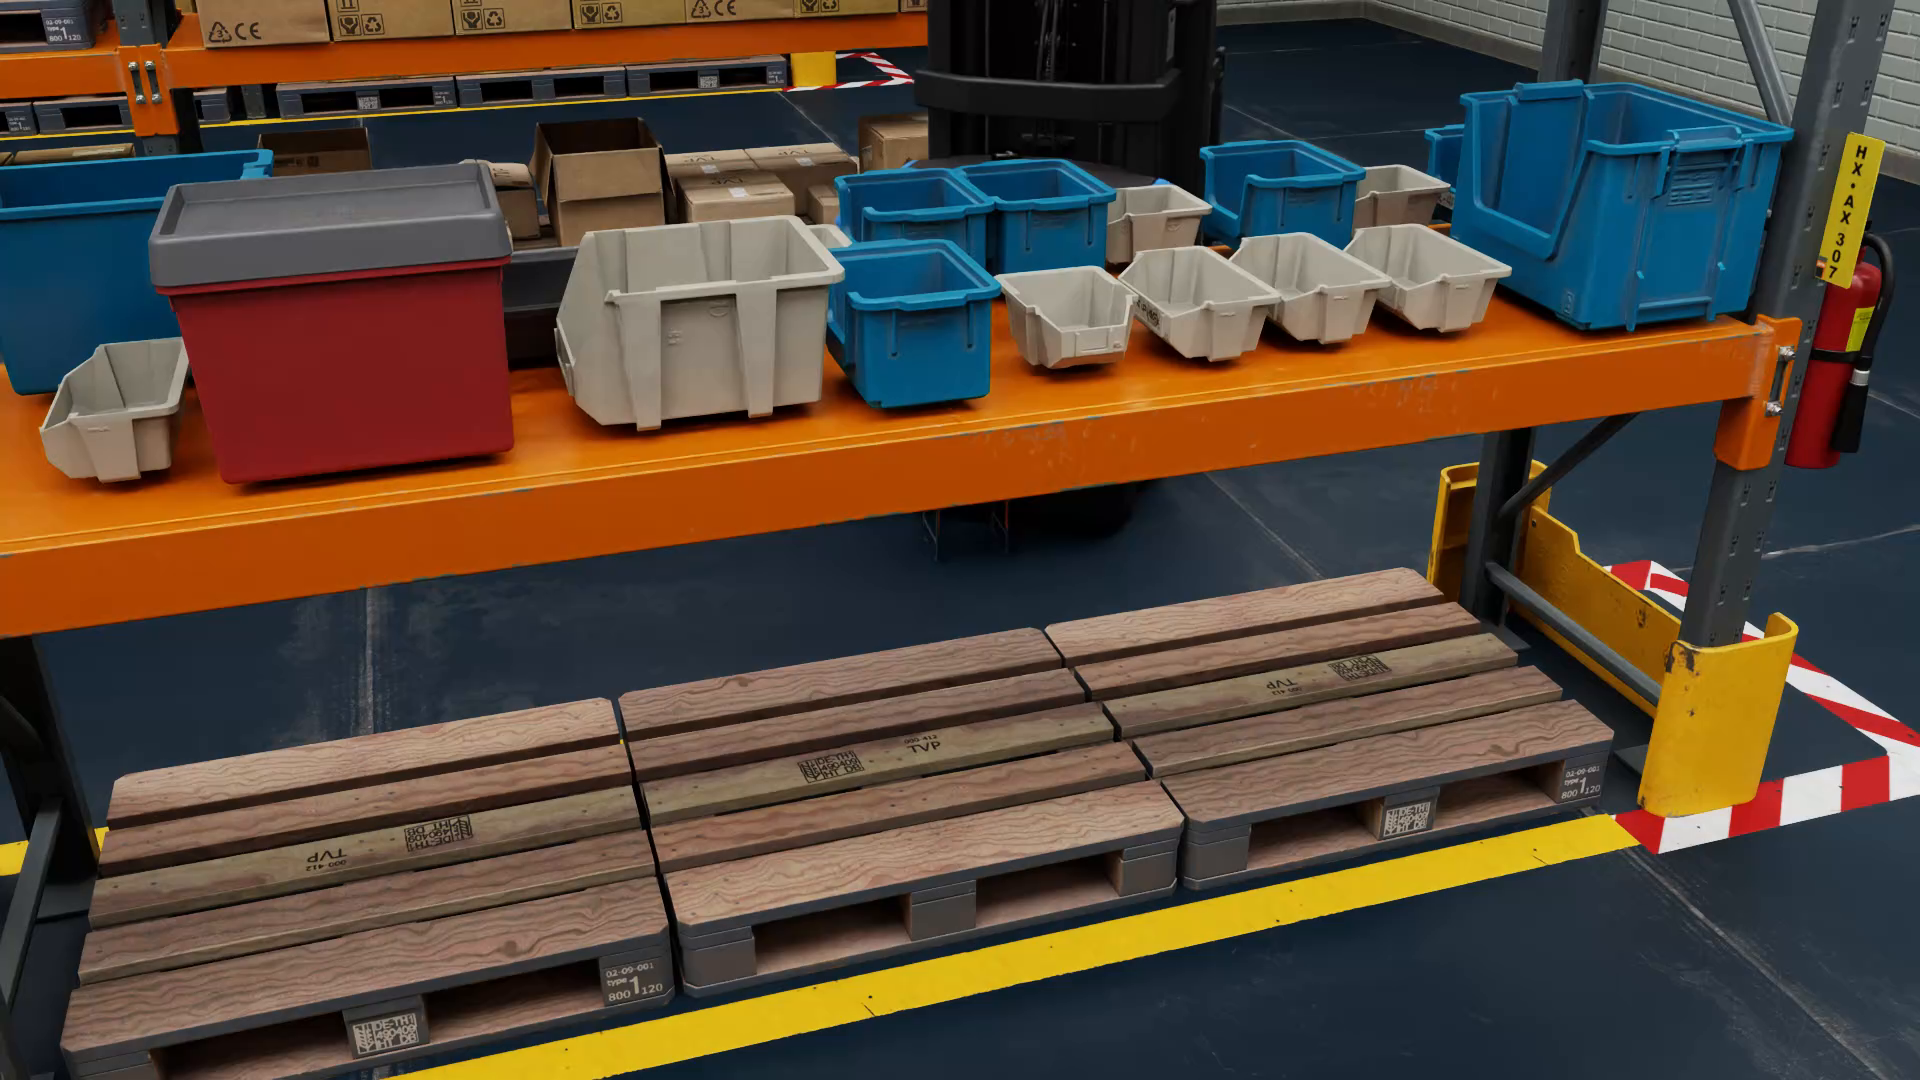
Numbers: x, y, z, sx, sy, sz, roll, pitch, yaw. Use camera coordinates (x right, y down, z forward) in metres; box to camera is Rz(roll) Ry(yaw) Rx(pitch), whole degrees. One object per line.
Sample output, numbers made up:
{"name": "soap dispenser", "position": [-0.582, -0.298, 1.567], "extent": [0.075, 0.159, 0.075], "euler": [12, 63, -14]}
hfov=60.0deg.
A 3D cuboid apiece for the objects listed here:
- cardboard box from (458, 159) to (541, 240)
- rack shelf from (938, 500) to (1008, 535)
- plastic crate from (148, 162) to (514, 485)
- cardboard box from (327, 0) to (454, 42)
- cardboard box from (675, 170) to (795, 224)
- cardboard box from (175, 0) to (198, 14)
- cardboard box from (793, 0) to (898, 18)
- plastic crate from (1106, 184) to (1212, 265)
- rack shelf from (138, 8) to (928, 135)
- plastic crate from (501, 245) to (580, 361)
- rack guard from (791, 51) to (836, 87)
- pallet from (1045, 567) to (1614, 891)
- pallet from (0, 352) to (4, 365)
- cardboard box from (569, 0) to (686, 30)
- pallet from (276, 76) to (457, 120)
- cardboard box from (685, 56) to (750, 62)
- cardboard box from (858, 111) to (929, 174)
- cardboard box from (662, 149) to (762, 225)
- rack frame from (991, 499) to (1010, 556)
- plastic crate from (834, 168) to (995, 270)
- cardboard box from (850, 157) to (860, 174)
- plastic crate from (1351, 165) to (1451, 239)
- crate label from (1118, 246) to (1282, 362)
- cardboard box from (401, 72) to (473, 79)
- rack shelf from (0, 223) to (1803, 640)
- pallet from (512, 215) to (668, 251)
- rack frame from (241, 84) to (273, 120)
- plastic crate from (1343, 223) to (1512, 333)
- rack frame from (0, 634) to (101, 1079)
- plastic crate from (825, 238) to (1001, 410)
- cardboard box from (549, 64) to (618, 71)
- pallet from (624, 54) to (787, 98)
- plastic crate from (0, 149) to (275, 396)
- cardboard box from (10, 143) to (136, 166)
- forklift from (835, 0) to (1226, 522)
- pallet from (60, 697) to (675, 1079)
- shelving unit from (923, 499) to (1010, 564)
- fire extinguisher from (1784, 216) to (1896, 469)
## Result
{"name": "cardboard box", "position": [-2.403, -1.717, 8.364], "extent": [0.500, 0.311, 0.500], "euler": [-8, 28, -16]}
{"name": "rack shelf", "position": [0.020, -0.188, 5.597], "extent": [0.240, 0.259, 0.215], "euler": [-6, 27, -13]}
{"name": "plastic crate", "position": [-1.113, -0.400, 3.044], "extent": [0.583, 0.464, 0.402], "euler": [-8, 28, -16]}
{"name": "cardboard box", "position": [-2.515, -2.494, 7.288], "extent": [0.500, 0.500, 0.500], "euler": [-8, 27, -15]}
{"name": "cardboard box", "position": [-1.120, -1.642, 8.281], "extent": [0.500, 0.250, 0.500], "euler": [-8, 28, -16]}
{"name": "cardboard box", "position": [-5.686, -3.597, 11.568], "extent": [0.750, 0.750, 0.750], "euler": [-8, 27, -15]}
{"name": "cardboard box", "position": [-0.601, -2.769, 7.841], "extent": [0.500, 0.500, 0.500], "euler": [-8, 28, -16]}
{"name": "plastic crate", "position": [0.451, -0.790, 4.197], "extent": [0.298, 0.136, 0.250], "euler": [-8, 28, -16]}
{"name": "rack shelf", "position": [-1.669, -2.376, 7.971], "extent": [4.000, 0.370, 1.077], "euler": [-8, 28, -16]}
{"name": "plastic crate", "position": [-1.059, -0.499, 3.624], "extent": [0.590, 0.125, 0.437], "euler": [-8, 28, -16]}
{"name": "rack guard", "position": [-1.282, -3.951, 13.146], "extent": [0.348, 0.500, 1.175], "euler": [-8, 28, -16]}
{"name": "pallet", "position": [0.967, 0.468, 4.571], "extent": [1.213, 0.211, 1.003], "euler": [-8, 28, -16]}
{"name": "pallet", "position": [-4.332, -1.046, 7.619], "extent": [1.213, 0.211, 1.003], "euler": [-8, 28, -16]}
{"name": "cardboard box", "position": [-1.556, -2.633, 7.568], "extent": [0.500, 0.500, 0.500], "euler": [-9, 28, -17]}
{"name": "pallet", "position": [-4.361, -3.339, 12.239], "extent": [1.213, 0.211, 1.003], "euler": [-8, 28, -16]}
{"name": "cardboard box", "position": [-1.939, -3.997, 12.767], "extent": [0.500, 0.500, 0.700], "euler": [-8, 28, -16]}
{"name": "cardboard box", "position": [-0.208, -1.872, 8.464], "extent": [0.500, 0.500, 0.500], "euler": [-8, 28, -16]}
{"name": "cardboard box", "position": [-1.323, -1.846, 8.693], "extent": [0.500, 0.250, 0.500], "euler": [-8, 28, -16]}
{"name": "rack frame", "position": [0.138, -0.460, 5.496], "extent": [0.008, 1.050, 0.200], "euler": [-6, 27, -13]}
{"name": "plastic crate", "position": [-0.111, -0.713, 3.934], "extent": [0.300, 0.233, 0.416], "euler": [-8, 28, -16]}
{"name": "cardboard box", "position": [-0.509, -1.955, 9.006], "extent": [0.250, 0.166, 0.380], "euler": [-8, 28, -16]}
{"name": "plastic crate", "position": [1.096, -0.883, 4.385], "extent": [0.298, 0.136, 0.250], "euler": [-8, 28, -16]}
{"name": "crate label", "position": [0.507, -0.516, 3.645], "extent": [0.243, 0.136, 0.396], "euler": [-8, 28, -16]}
{"name": "cardboard box", "position": [-3.886, -3.713, 12.194], "extent": [0.500, 0.500, 0.700], "euler": [-9, 28, -17]}
{"name": "rack shelf", "position": [-0.138, -0.281, 3.752], "extent": [4.000, 0.370, 1.077], "euler": [-8, 28, -16]}
{"name": "pallet", "position": [-1.755, -1.437, 8.408], "extent": [1.213, 0.211, 1.003], "euler": [-8, 28, -16]}
{"name": "rack frame", "position": [-5.108, -4.517, 11.474], "extent": [0.127, 3.000, 1.000], "euler": [-8, 28, -16]}
{"name": "plastic crate", "position": [1.044, -0.599, 3.811], "extent": [0.243, 0.136, 0.396], "euler": [-8, 28, -16]}
{"name": "rack frame", "position": [-2.040, -0.328, 3.037], "extent": [0.127, 3.000, 1.000], "euler": [-8, 28, -16]}
{"name": "plastic crate", "position": [-0.110, -0.439, 3.382], "extent": [0.300, 0.233, 0.416], "euler": [-8, 28, -16]}
{"name": "cardboard box", "position": [-2.893, -3.859, 12.488], "extent": [0.500, 0.500, 0.700], "euler": [-9, 28, -18]}
{"name": "pallet", "position": [-2.041, -3.675, 12.916], "extent": [1.213, 0.211, 1.003], "euler": [-8, 28, -16]}
{"name": "plastic crate", "position": [-1.702, -0.556, 3.447], "extent": [0.575, 0.384, 0.392], "euler": [-8, 28, -16]}
{"name": "cardboard box", "position": [-4.106, -1.537, 7.788], "extent": [0.500, 0.500, 0.500], "euler": [-10, 28, -18]}
{"name": "forklift", "position": [0.491, -2.008, 6.499], "extent": [1.130, 2.935, 3.031], "euler": [8, 27, 16]}
{"name": "pallet", "position": [-1.353, 0.804, 3.894], "extent": [1.213, 0.211, 1.003], "euler": [-8, 28, -16]}
{"name": "shelving unit", "position": [0.020, -0.447, 5.469], "extent": [0.252, 1.050, 0.215], "euler": [-6, 27, -13]}
{"name": "fire extinguisher", "position": [2.048, -0.506, 3.901], "extent": [0.183, 0.674, 0.296], "euler": [-8, 28, -16]}
